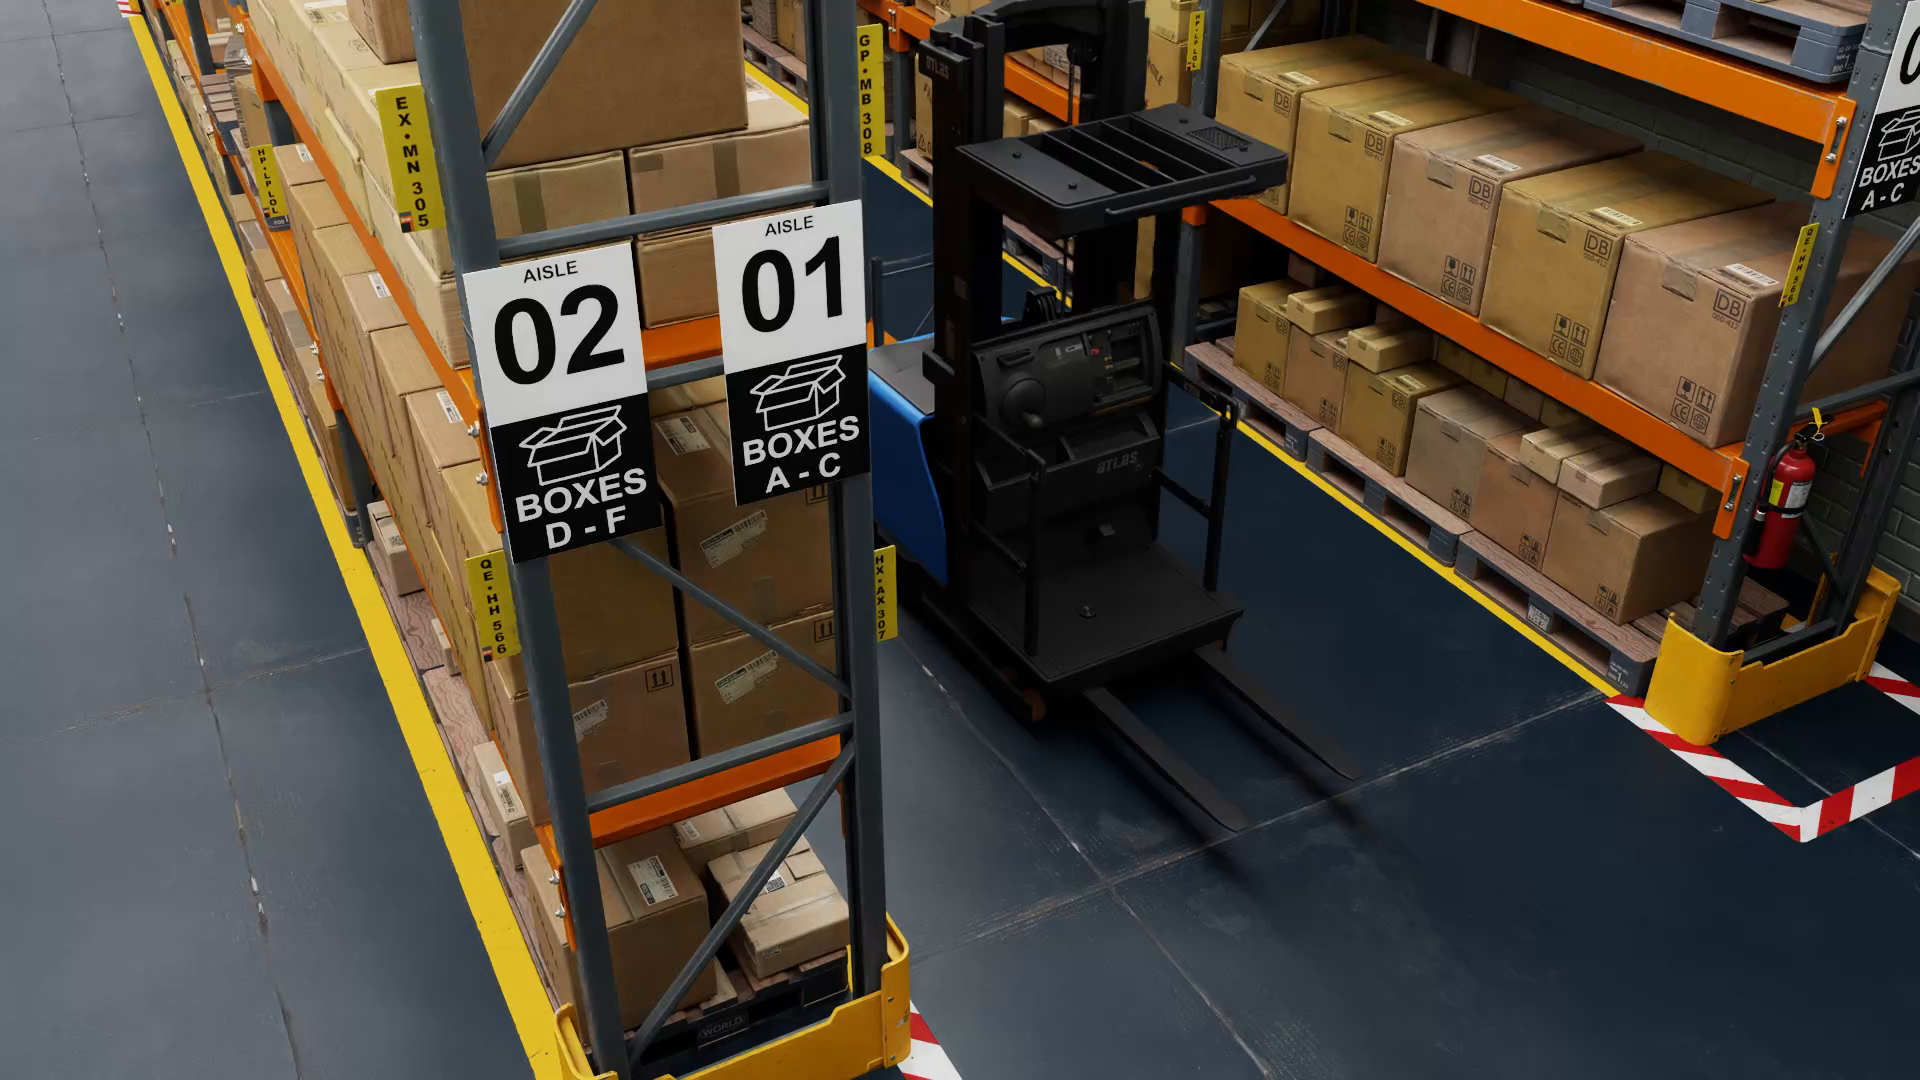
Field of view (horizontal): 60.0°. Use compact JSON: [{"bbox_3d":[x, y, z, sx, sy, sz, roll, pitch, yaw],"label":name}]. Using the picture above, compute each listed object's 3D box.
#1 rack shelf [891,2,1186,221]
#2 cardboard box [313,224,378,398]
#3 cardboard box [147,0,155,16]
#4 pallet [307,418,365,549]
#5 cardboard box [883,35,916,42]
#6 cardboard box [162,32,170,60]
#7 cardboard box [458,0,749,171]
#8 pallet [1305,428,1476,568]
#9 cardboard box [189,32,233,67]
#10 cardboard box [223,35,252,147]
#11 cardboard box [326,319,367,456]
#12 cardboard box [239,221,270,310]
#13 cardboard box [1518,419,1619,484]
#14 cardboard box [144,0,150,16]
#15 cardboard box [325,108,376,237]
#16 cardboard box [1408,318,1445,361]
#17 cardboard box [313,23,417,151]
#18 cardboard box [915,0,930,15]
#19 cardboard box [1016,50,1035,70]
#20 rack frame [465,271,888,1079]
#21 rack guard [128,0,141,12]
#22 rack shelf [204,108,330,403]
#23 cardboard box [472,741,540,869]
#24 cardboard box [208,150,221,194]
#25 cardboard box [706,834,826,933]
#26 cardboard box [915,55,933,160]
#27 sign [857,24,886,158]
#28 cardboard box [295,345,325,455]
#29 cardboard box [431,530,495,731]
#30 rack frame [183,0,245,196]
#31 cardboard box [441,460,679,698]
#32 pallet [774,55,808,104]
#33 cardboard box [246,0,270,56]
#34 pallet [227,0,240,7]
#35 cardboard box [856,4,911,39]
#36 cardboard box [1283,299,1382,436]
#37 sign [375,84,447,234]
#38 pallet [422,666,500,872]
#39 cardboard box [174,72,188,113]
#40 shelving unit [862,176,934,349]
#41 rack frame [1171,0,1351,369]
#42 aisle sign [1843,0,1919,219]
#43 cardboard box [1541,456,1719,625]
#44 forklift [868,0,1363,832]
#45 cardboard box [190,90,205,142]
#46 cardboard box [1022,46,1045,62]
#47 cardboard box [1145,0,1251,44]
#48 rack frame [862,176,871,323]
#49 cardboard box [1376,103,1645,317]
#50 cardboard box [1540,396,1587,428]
[{"bbox_3d":[0.870,-3.143,11.541,1.077,0.370,4.000,-16,36,-23],"label":"rack shelf"},{"bbox_3d":[-2.127,-0.919,6.385,0.500,0.500,0.500,-17,36,-24],"label":"cardboard box"},{"bbox_3d":[-7.423,-5.276,15.670,0.500,0.500,0.500,-16,36,-23],"label":"cardboard box"},{"bbox_3d":[-2.991,-0.448,9.253,1.003,0.211,1.213,-16,36,-23],"label":"pallet"},{"bbox_3d":[-0.582,-4.138,14.338,0.700,0.500,0.500,-16,36,-23],"label":"cardboard box"},{"bbox_3d":[-6.942,-4.488,15.134,0.500,0.250,0.500,-16,36,-23],"label":"cardboard box"},{"bbox_3d":[-0.967,-1.302,4.201,0.700,0.500,0.500,-16,36,-23],"label":"cardboard box"},{"bbox_3d":[2.660,-0.351,9.103,1.003,0.211,1.213,-16,36,-23],"label":"pallet"},{"bbox_3d":[-5.107,-3.406,11.519,0.380,0.149,0.250,-16,36,-23],"label":"cardboard box"},{"bbox_3d":[-3.792,-2.614,9.568,0.700,0.500,0.500,-9,34,-14],"label":"cardboard box"},{"bbox_3d":[-2.340,-0.730,7.016,0.500,0.500,0.500,-15,36,-22],"label":"cardboard box"},{"bbox_3d":[-4.235,-1.747,10.606,0.500,0.500,0.500,-17,36,-25],"label":"cardboard box"},{"bbox_3d":[2.912,-0.426,7.960,0.380,0.149,0.250,-15,36,-22],"label":"cardboard box"},{"bbox_3d":[-7.884,-5.439,16.619,0.500,0.250,0.500,-16,36,-23],"label":"cardboard box"},{"bbox_3d":[-1.654,-1.190,5.185,0.500,0.250,0.500,-16,36,-23],"label":"cardboard box"},{"bbox_3d":[2.656,-1.128,9.056,0.380,0.149,0.250,-15,36,-23],"label":"cardboard box"},{"bbox_3d":[-1.641,-1.404,5.056,0.500,0.250,0.500,-16,36,-23],"label":"cardboard box"},{"bbox_3d":[-0.114,-4.087,12.563,0.380,0.149,0.250,-16,36,-24],"label":"cardboard box"},{"bbox_3d":[0.611,-3.358,11.425,0.380,0.149,0.250,-16,36,-23],"label":"cardboard box"},{"bbox_3d":[-0.713,0.666,4.930,1.000,3.000,0.127,-16,36,-23],"label":"rack frame"},{"bbox_3d":[-8.184,-5.929,17.541,1.175,0.500,0.348,-16,36,-23],"label":"rack guard"},{"bbox_3d":[-3.511,-1.895,9.594,1.077,0.370,4.000,-16,36,-23],"label":"rack shelf"},{"bbox_3d":[-1.601,0.980,6.581,0.500,0.250,0.500,-16,36,-23],"label":"cardboard box"},{"bbox_3d":[-5.380,-2.847,12.573,0.500,0.250,0.500,-15,36,-22],"label":"cardboard box"},{"bbox_3d":[-0.721,1.268,6.209,0.380,0.166,0.250,-16,36,-23],"label":"cardboard box"},{"bbox_3d":[0.164,-3.288,12.704,0.750,0.750,0.750,-16,36,-24],"label":"cardboard box"},{"bbox_3d":[-0.233,-1.102,4.099,0.100,0.325,0.005,-16,36,-23],"label":"sign"},{"bbox_3d":[-3.285,-0.777,9.092,0.500,0.500,0.500,-16,36,-23],"label":"cardboard box"},{"bbox_3d":[-1.408,0.232,5.515,0.500,0.500,0.500,-16,36,-23],"label":"cardboard box"},{"bbox_3d":[-4.443,-3.152,10.890,1.000,3.000,0.127,-16,36,-23],"label":"rack frame"},{"bbox_3d":[-1.164,0.059,4.857,0.500,0.500,0.500,-16,36,-24],"label":"cardboard box"},{"bbox_3d":[-0.991,-4.181,15.080,1.003,0.211,1.213,-16,36,-23],"label":"pallet"},{"bbox_3d":[-2.570,-2.149,6.682,0.500,0.250,0.500,-16,36,-23],"label":"cardboard box"},{"bbox_3d":[-2.820,-2.756,7.665,1.213,0.211,1.003,-16,36,-23],"label":"pallet"},{"bbox_3d":[-0.655,-4.467,14.155,0.500,0.250,0.500,-15,36,-22],"label":"cardboard box"},{"bbox_3d":[2.292,-0.992,9.446,0.700,0.500,0.500,-16,36,-24],"label":"cardboard box"},{"bbox_3d":[-1.214,-0.840,3.679,0.100,0.325,0.005,-16,36,-23],"label":"sign"},{"bbox_3d":[-1.686,0.842,7.240,1.003,0.211,1.213,-16,36,-23],"label":"pallet"},{"bbox_3d":[-6.339,-3.825,14.100,0.500,0.250,0.500,-17,36,-24],"label":"cardboard box"},{"bbox_3d":[-0.466,-1.038,8.980,0.587,1.500,1.083,-18,37,-25],"label":"shelving unit"},{"bbox_3d":[1.802,-2.491,9.858,1.000,3.000,0.127,-16,36,-23],"label":"rack frame"},{"bbox_3d":[3.435,-1.567,6.005,0.394,0.787,0.004,-16,36,-23],"label":"aisle sign"},{"bbox_3d":[3.252,-0.015,7.921,0.700,0.500,0.500,-16,36,-23],"label":"cardboard box"},{"bbox_3d":[0.598,-0.691,7.112,1.130,2.935,3.031,-18,37,-25],"label":"forklift"},{"bbox_3d":[-5.618,-3.323,12.796,0.500,0.311,0.500,-15,36,-22],"label":"cardboard box"},{"bbox_3d":[0.653,-3.544,11.114,0.500,0.500,0.500,-15,36,-22],"label":"cardboard box"},{"bbox_3d":[1.358,-3.141,9.790,0.500,0.250,0.500,-15,36,-22],"label":"cardboard box"},{"bbox_3d":[-0.731,-1.278,9.355,0.500,1.500,0.032,-18,37,-25],"label":"rack frame"},{"bbox_3d":[2.724,-1.660,8.282,0.980,0.700,0.700,-18,37,-25],"label":"cardboard box"},{"bbox_3d":[3.135,-0.640,8.295,0.380,0.149,0.250,-16,36,-23],"label":"cardboard box"}]
